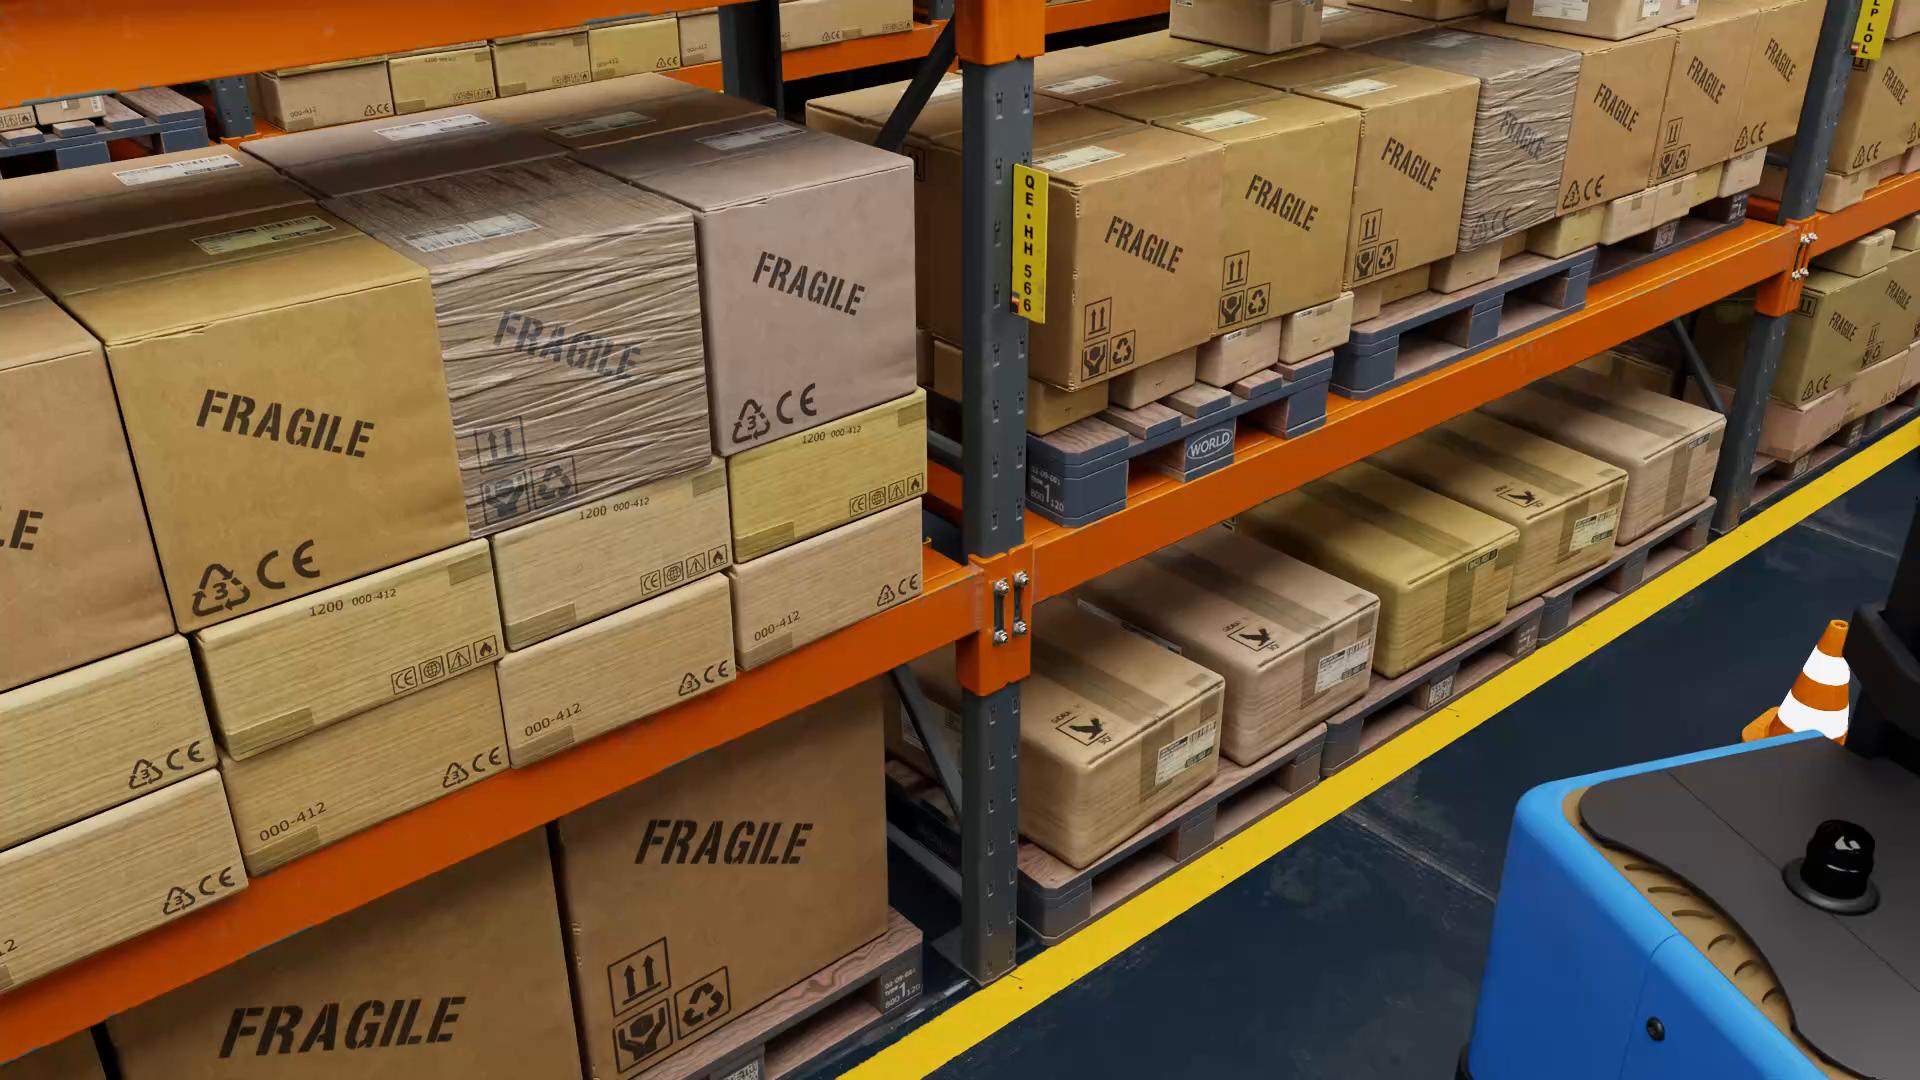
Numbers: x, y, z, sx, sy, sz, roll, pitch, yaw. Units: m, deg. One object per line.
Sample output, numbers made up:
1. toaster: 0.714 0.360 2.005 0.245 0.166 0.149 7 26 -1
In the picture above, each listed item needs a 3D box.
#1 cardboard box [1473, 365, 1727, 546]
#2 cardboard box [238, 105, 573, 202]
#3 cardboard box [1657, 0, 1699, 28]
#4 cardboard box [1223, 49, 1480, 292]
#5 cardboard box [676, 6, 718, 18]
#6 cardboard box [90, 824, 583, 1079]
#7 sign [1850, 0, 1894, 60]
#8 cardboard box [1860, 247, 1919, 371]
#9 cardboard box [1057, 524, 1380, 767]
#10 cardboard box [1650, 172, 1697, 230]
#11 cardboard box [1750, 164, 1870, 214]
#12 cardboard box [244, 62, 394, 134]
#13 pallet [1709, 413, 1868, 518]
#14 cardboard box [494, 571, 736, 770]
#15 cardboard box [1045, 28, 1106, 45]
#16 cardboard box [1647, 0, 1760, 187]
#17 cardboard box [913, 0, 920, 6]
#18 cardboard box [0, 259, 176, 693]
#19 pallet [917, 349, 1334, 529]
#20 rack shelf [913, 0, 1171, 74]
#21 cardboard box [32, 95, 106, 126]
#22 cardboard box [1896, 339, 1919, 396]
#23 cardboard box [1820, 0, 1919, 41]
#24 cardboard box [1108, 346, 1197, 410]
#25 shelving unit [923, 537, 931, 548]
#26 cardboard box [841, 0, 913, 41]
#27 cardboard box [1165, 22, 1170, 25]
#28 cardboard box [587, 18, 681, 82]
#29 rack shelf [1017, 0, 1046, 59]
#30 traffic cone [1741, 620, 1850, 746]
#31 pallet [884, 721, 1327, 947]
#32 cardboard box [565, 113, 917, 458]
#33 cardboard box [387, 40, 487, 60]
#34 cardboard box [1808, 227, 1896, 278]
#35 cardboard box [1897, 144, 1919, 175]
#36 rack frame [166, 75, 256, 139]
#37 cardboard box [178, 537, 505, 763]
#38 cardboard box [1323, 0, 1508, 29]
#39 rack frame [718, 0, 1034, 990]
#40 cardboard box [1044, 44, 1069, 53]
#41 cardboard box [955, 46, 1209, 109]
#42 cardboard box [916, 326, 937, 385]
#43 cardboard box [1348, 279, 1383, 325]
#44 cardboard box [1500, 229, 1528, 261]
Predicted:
1. cardboard box: 2.429 -0.397 6.653 0.625 0.372 0.950 -21 35 -34
2. cardboard box: -1.121 -0.575 3.477 0.500 0.500 0.500 -22 35 -35
3. cardboard box: 2.106 -1.741 5.270 0.250 0.149 0.380 -23 36 -36
4. cardboard box: 1.068 -1.050 4.666 0.500 0.500 0.500 -21 35 -34
5. cardboard box: -1.385 -2.909 8.639 0.500 0.250 0.500 -21 35 -34
6. cardboard box: -1.477 0.896 3.699 0.875 0.875 0.875 -21 35 -34
7. sign: 3.190 -1.845 5.791 0.005 0.325 0.100 -22 35 -35
8. cardboard box: 3.850 -1.087 7.278 0.500 0.500 0.500 -20 34 -33
9. cardboard box: 0.776 0.267 5.409 0.625 0.372 0.950 -23 36 -36
10. cardboard box: 2.229 -1.184 5.604 0.250 0.149 0.380 -23 35 -36
11. cardboard box: 3.274 -1.403 6.459 0.250 0.149 0.380 -22 35 -35
12. cardboard box: -2.945 -2.069 7.598 0.500 0.250 0.500 -22 35 -35
13. pallet: 3.315 -0.520 7.500 1.213 0.211 1.003 -22 35 -35
14. cardboard box: -0.811 0.168 3.413 0.500 0.250 0.500 -21 35 -34
15. cardboard box: 0.620 -3.254 11.068 0.500 0.250 0.500 -22 35 -35
16. cardboard box: 2.248 -1.517 5.539 0.500 0.500 0.500 -22 35 -35
17. cardboard box: -0.232 -3.589 10.178 0.500 0.500 0.500 -22 35 -35
18. cardboard box: -1.597 -0.080 2.550 0.500 0.500 0.500 -23 35 -36
19. pallet: 0.257 -0.480 4.669 1.003 0.211 1.213 -22 35 -35
20. rack shelf: 1.124 -3.605 11.077 4.000 0.370 1.077 -22 35 -35
21. cardboard box: -3.692 -1.823 6.800 0.250 0.149 0.380 -21 35 -34
22. cardboard box: 4.251 -0.919 7.759 0.500 0.250 0.500 -22 35 -36
23. cardboard box: 3.302 -2.205 6.211 0.500 0.500 0.700 -22 35 -35
24. cardboard box: 0.388 -0.490 4.305 0.250 0.149 0.380 -24 37 -38
25. shelving unit: 0.058 -0.685 6.440 1.083 1.500 0.587 -22 35 -35
26. cardboard box: -0.612 -2.997 9.334 0.500 0.250 0.500 -21 35 -34
27. cardboard box: 1.735 -3.379 11.301 0.500 0.250 0.500 -21 35 -34
28. cardboard box: -1.776 -2.539 8.478 0.500 0.250 0.500 -21 34 -33
29. rack shelf: 1.305 -1.926 4.752 4.000 0.370 1.077 -22 35 -35
30. traffic cone: 2.792 0.468 5.383 0.334 0.463 0.336 -22 35 -35
31. pallet: 0.379 0.683 5.248 1.213 0.211 1.003 -22 35 -35
32. cardboard box: -0.440 -0.541 3.414 0.500 0.500 0.500 -23 36 -36
33. cardboard box: -2.563 -2.442 7.766 0.500 0.250 0.500 -21 34 -33
34. cardboard box: 3.585 -1.222 6.842 0.250 0.149 0.380 -21 35 -34
35. cardboard box: 3.826 -1.654 6.929 0.250 0.149 0.380 -21 34 -33
36. rack frame: -3.441 -2.087 7.473 0.127 3.000 1.000 -22 35 -35
37. cardboard box: -1.184 0.099 3.012 0.500 0.250 0.500 -23 36 -36
38. cardboard box: 1.518 -1.552 5.605 0.500 0.500 0.500 -22 35 -35
39. rack frame: -0.216 -0.308 4.145 0.127 3.000 1.000 -22 35 -35
40. cardboard box: 0.569 -2.912 10.428 0.500 0.250 0.500 -22 35 -35
41. cardboard box: 0.335 -1.070 4.702 0.500 0.500 0.500 -23 35 -36
42. cardboard box: -0.120 -0.567 4.450 0.250 0.149 0.380 -20 34 -33
43. cardboard box: 0.982 -0.736 4.765 0.250 0.149 0.380 -20 34 -32
44. cardboard box: 1.562 -0.999 5.259 0.250 0.149 0.380 -23 36 -37
